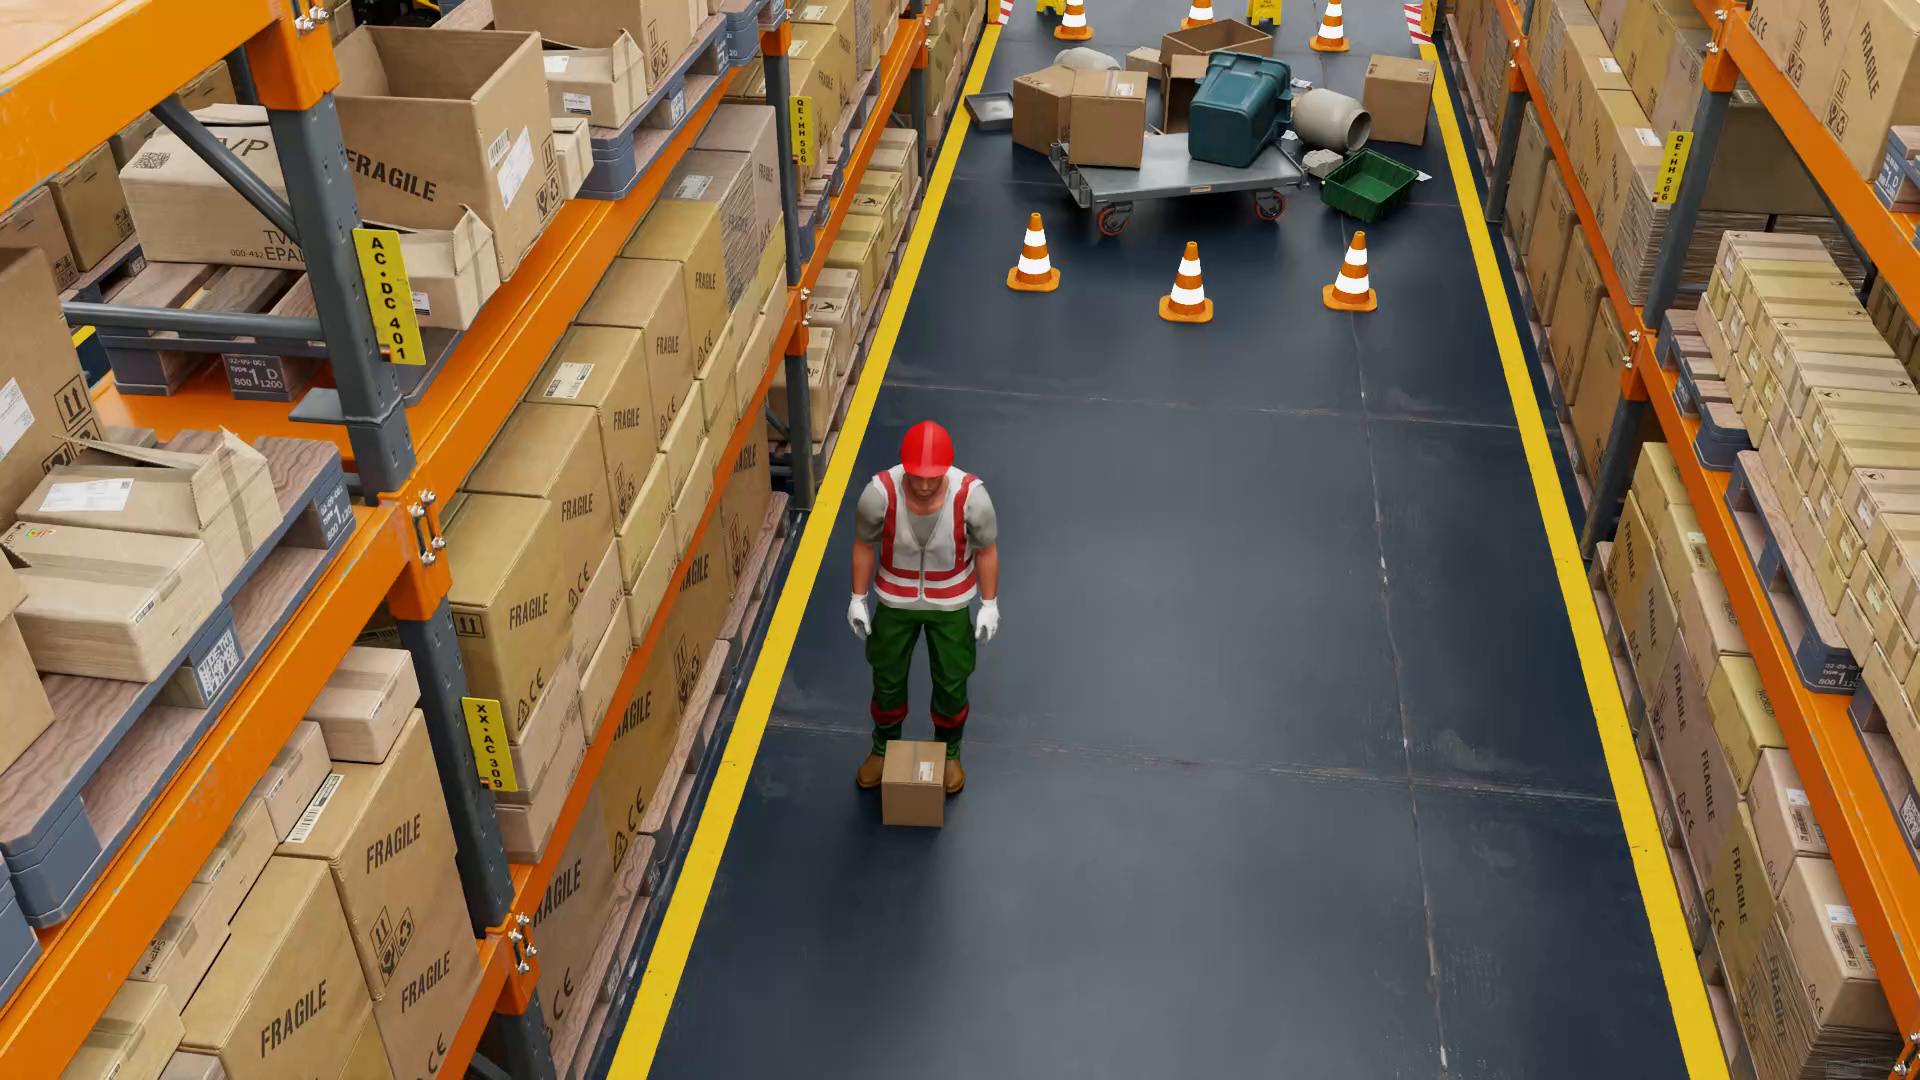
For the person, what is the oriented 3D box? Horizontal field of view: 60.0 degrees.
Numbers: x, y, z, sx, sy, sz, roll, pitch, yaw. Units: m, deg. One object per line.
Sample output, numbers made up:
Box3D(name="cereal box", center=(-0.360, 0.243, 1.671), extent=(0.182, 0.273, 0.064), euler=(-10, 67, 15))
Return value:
Box3D(name="person", center=(-0.144, 0.266, 6.660), extent=(0.617, 1.778, 0.453), euler=(2, 36, 3))
